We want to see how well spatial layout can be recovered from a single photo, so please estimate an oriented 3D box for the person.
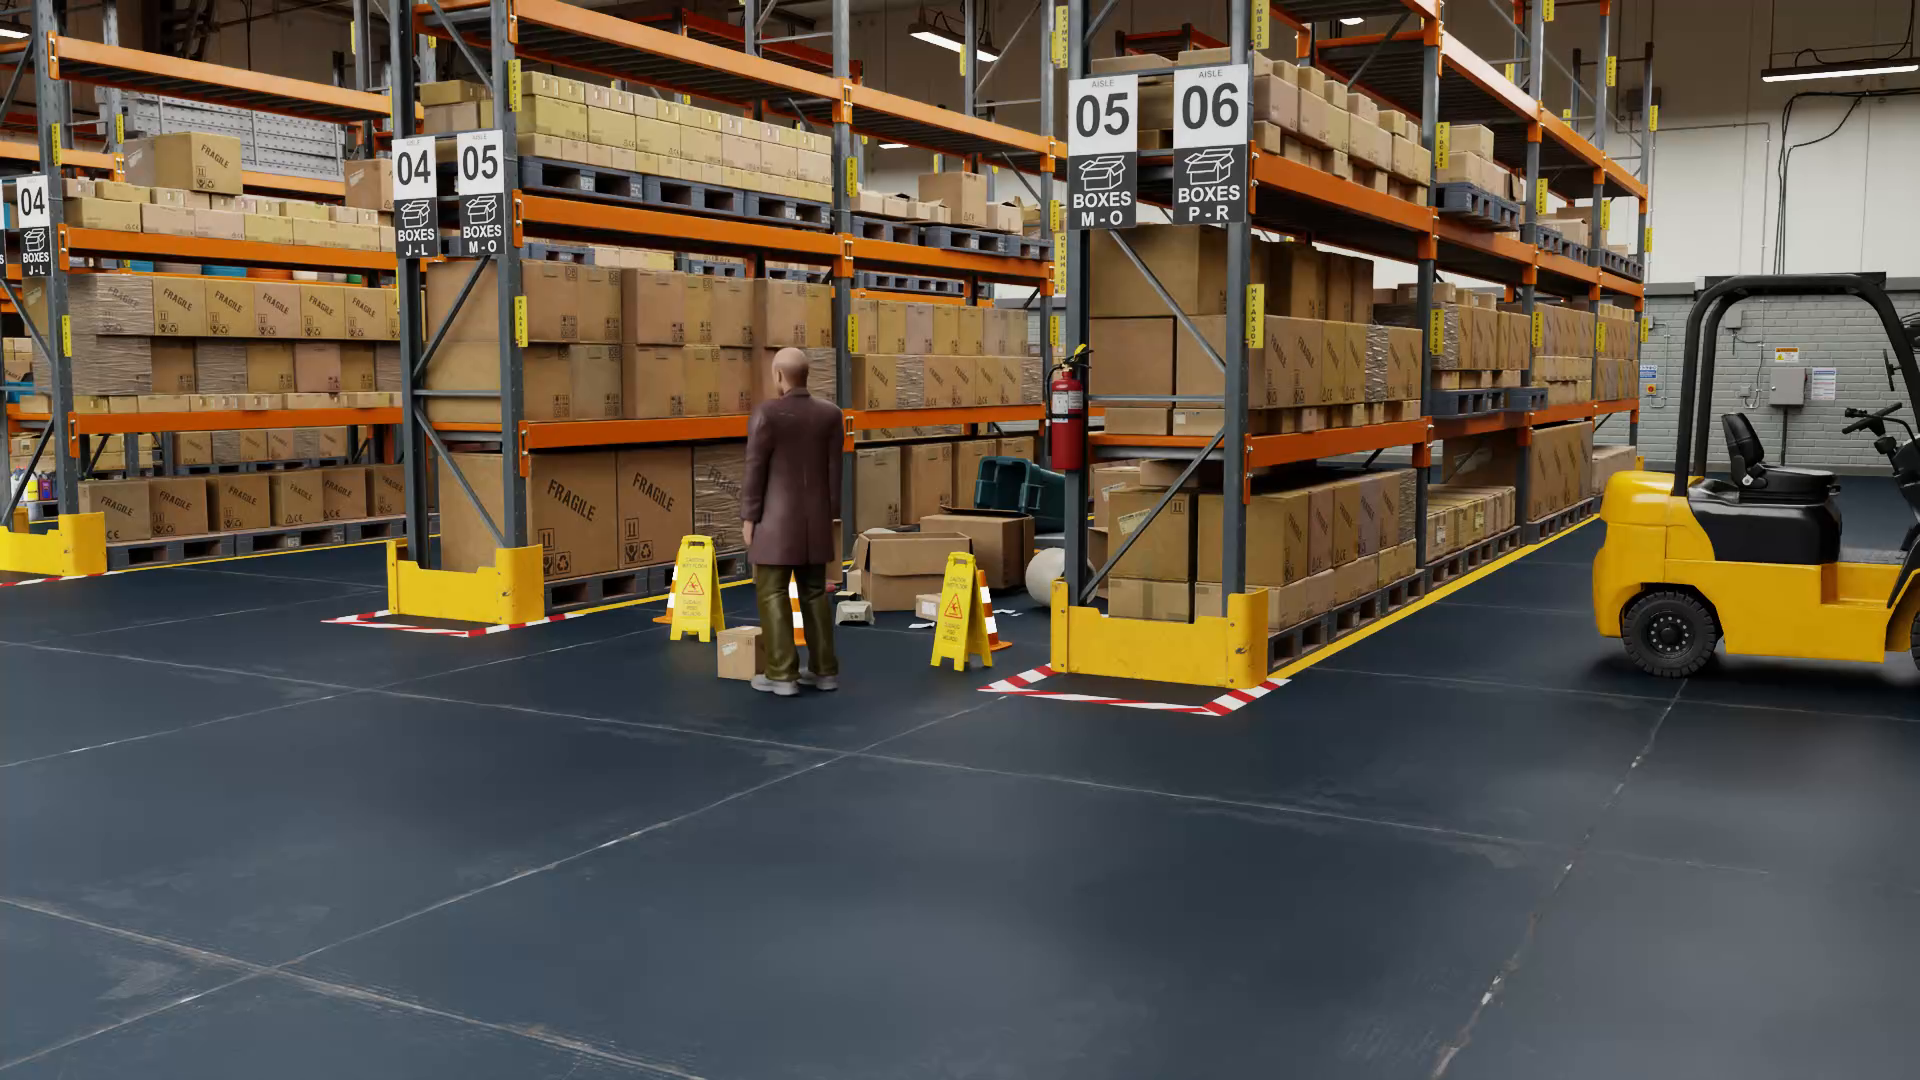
[{"bbox_3d":[-0.927,0.182,8.662,0.627,1.196,0.819,-4,7,-36],"label":"person"}]
